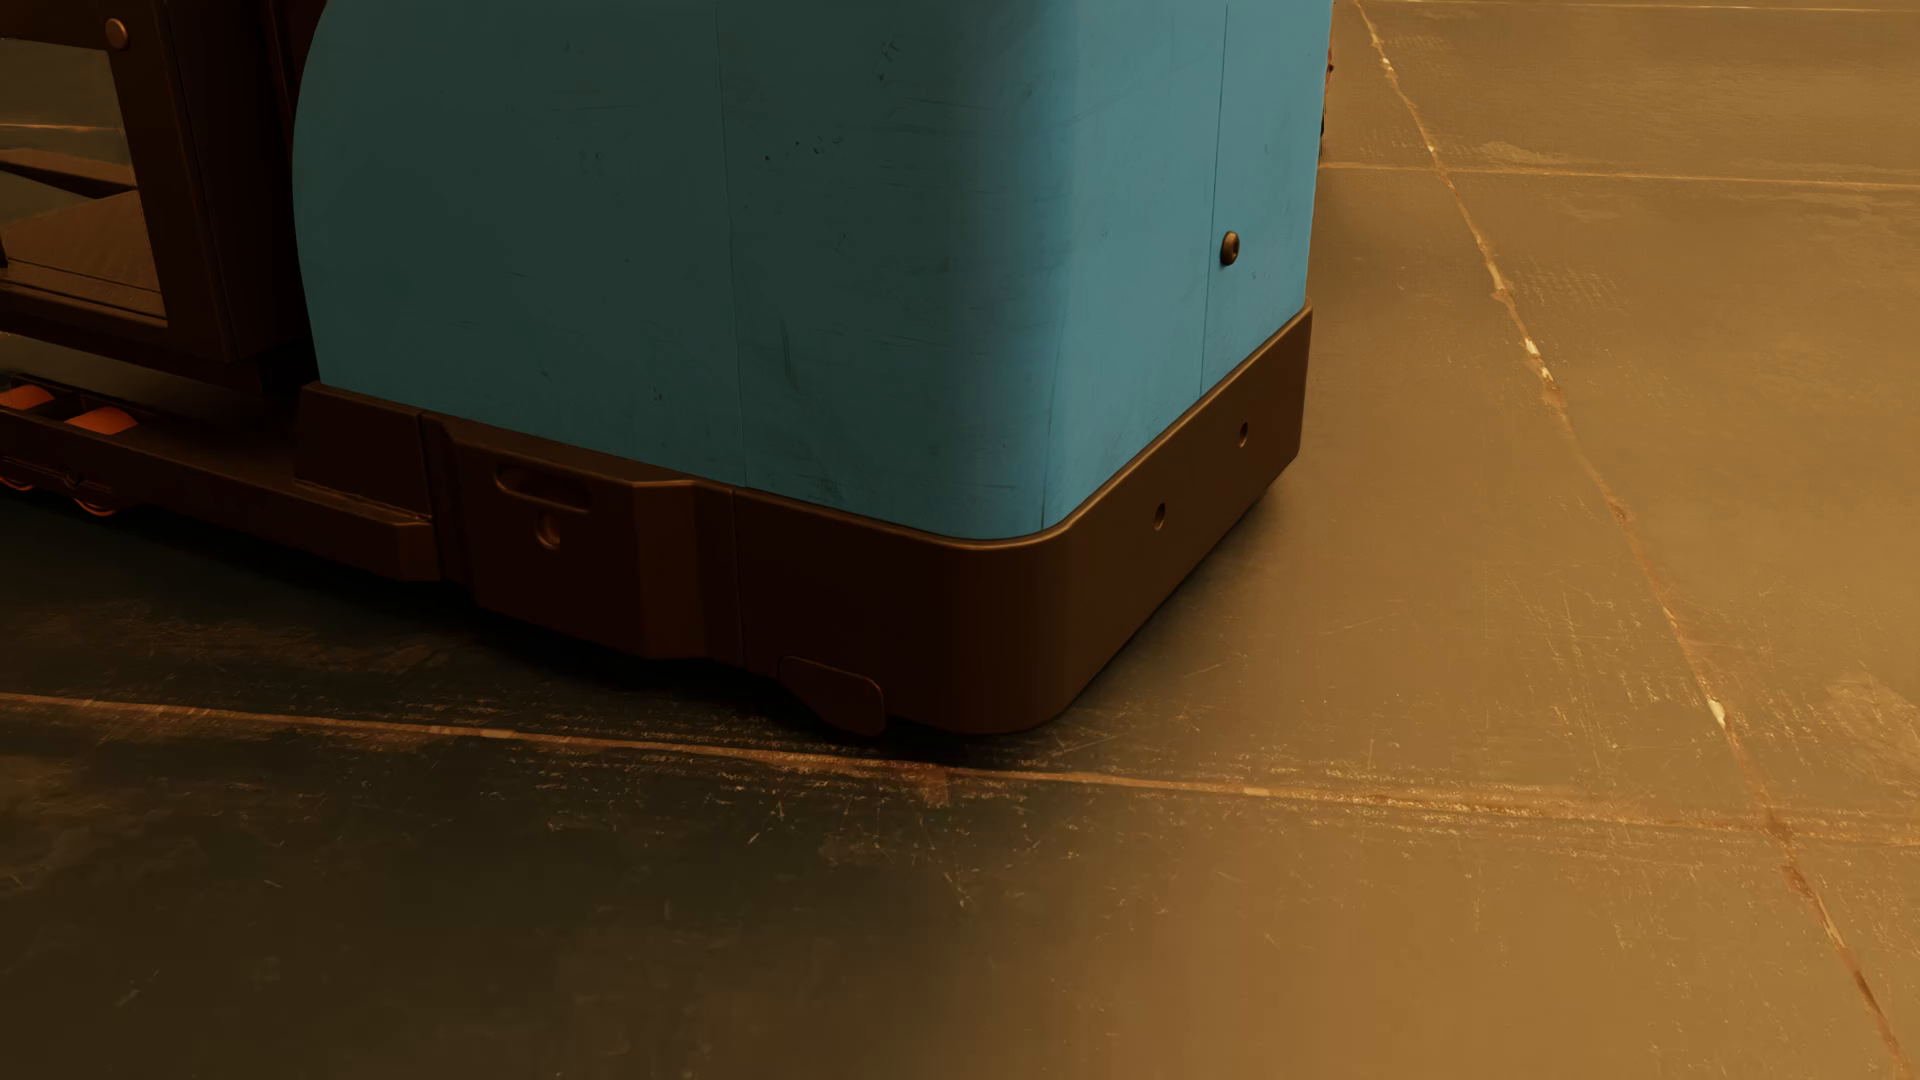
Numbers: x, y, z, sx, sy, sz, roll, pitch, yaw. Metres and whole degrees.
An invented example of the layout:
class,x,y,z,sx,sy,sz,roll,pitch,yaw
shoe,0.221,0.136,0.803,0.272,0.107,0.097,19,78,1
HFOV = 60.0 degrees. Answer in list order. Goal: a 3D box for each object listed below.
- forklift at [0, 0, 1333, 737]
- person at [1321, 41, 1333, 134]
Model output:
class,x,y,z,sx,sy,sz,roll,pitch,yaw
forklift,-1.004,-1.538,2.300,3.031,2.935,1.130,14,30,26
person,0.789,-1.912,4.474,0.843,1.729,0.497,2,27,5
